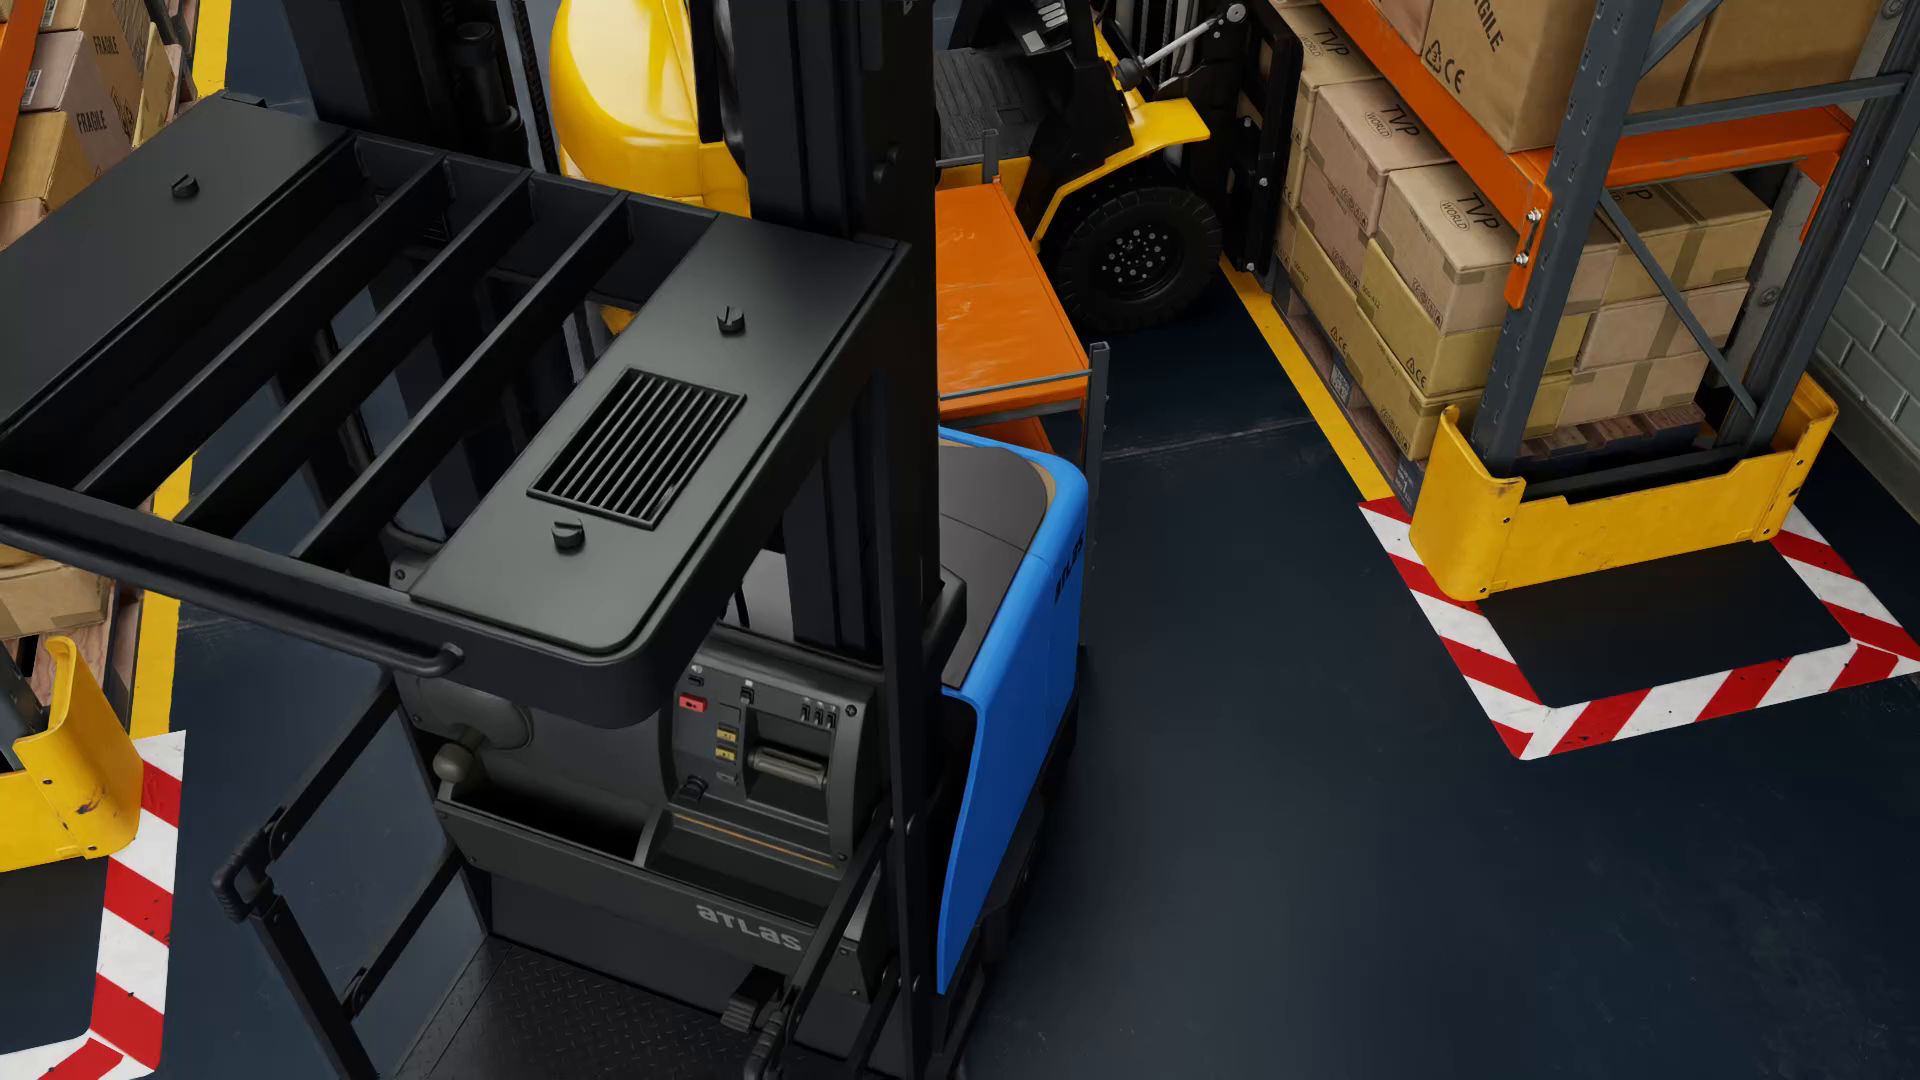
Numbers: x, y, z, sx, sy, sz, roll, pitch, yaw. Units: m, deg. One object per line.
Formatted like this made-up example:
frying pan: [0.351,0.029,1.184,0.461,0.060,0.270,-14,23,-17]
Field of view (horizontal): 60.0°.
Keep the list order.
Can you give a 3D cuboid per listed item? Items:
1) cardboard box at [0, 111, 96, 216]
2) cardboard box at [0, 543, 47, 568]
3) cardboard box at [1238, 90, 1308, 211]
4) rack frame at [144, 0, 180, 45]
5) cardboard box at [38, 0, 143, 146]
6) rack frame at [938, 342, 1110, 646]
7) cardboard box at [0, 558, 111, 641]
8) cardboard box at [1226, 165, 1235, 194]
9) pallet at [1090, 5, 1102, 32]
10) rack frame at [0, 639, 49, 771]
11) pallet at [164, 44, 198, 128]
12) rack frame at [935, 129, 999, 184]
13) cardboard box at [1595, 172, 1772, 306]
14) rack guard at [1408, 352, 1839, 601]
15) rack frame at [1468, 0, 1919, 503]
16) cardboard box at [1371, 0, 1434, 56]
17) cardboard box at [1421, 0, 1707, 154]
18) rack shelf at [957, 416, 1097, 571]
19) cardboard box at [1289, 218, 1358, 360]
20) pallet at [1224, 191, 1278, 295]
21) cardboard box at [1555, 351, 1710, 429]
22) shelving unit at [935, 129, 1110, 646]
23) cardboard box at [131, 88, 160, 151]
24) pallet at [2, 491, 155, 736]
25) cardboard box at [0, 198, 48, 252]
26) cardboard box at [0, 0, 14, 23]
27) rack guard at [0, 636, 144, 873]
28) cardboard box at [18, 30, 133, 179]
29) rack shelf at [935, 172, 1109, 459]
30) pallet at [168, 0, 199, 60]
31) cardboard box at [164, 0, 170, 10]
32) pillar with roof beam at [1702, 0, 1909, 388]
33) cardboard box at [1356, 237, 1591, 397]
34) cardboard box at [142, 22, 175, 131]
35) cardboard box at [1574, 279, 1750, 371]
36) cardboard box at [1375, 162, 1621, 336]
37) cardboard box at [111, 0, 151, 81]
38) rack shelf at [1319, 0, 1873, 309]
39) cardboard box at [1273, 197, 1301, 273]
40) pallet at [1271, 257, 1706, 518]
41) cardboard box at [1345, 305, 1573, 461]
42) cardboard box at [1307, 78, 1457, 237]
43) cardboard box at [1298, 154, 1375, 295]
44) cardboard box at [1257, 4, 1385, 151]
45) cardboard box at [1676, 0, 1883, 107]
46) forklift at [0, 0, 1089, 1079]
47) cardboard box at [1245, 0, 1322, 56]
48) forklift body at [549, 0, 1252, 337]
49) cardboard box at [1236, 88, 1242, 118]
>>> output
cardboard box: [-2.995,-0.963,5.200,0.500,0.500,0.500,-10,46,-10]
cardboard box: [-2.737,-0.255,4.506,0.500,0.500,0.500,-12,47,-12]
cardboard box: [1.309,-1.434,5.836,0.500,0.250,0.500,-12,47,-11]
rack frame: [-3.815,-2.946,6.037,1.000,3.000,0.127,-11,47,-10]
cardboard box: [-3.272,-1.683,5.905,0.500,0.500,0.500,-10,46,-10]
rack frame: [0.128,-0.047,4.509,0.500,1.125,0.032,-11,47,-10]
cardboard box: [-2.730,0.024,4.758,0.500,0.250,0.500,-11,47,-11]
cardboard box: [1.188,-1.592,6.341,0.500,0.250,0.500,-9,46,-9]
pallet: [1.145,-2.323,7.379,1.003,0.211,1.213,-11,47,-10]
rack frame: [-2.791,-0.184,3.330,1.000,3.000,0.127,-11,47,-10]
pallet: [-3.609,-1.513,6.585,1.003,0.211,1.213,-11,47,-10]
rack frame: [-0.132,-0.749,5.197,0.500,1.125,0.032,-11,47,-10]
cardboard box: [2.066,-0.995,5.056,0.500,0.250,0.500,-11,47,-11]
rack guard: [2.012,-0.203,5.099,1.175,0.500,0.348,-11,47,-10]
rack frame: [2.006,-1.094,4.222,1.000,3.000,0.127,-11,47,-10]
cardboard box: [1.503,-1.781,4.825,0.500,0.500,0.500,-9,46,-9]
cardboard box: [1.626,-1.421,4.472,0.500,0.500,0.500,-12,47,-11]
rack shelf: [-0.002,-0.227,5.027,0.538,0.278,1.000,-11,47,-10]
cardboard box: [1.462,-0.891,5.654,0.500,0.250,0.500,-11,47,-10]
pallet: [1.461,-1.479,6.552,1.003,0.211,1.213,-11,47,-10]
cardboard box: [2.070,-0.654,5.422,0.500,0.250,0.500,-11,47,-10]
shelving unit: [-0.002,-0.398,4.853,0.538,1.125,1.048,-11,47,-10]
cardboard box: [-3.258,-1.406,6.158,0.500,0.250,0.500,-12,47,-11]
pallet: [-2.984,0.172,4.934,1.003,0.211,1.213,-11,47,-10]
cardboard box: [-2.875,-0.615,4.859,0.500,0.500,0.500,-12,47,-12]
cardboard box: [-3.037,-1.638,4.931,0.380,0.149,0.250,-10,46,-10]
rack guard: [-2.811,0.638,4.274,1.175,0.500,0.348,-11,47,-10]
cardboard box: [-3.141,-1.331,5.560,0.500,0.500,0.500,-8,46,-8]
rack shelf: [-0.002,-0.603,4.644,0.538,0.278,1.000,-11,47,-10]
pallet: [-4.016,-2.507,7.559,1.003,0.211,1.213,-11,47,-10]
cardboard box: [-3.952,-2.535,7.180,0.950,0.372,0.625,-10,46,-10]
pillar with roof beam: [-1.462,-3.053,1.941,9.100,9.000,0.400,-11,47,-10]
cardboard box: [1.579,-0.733,5.149,0.500,0.250,0.500,-11,47,-11]
cardboard box: [-3.404,-1.771,6.517,0.500,0.250,0.500,-9,46,-9]
cardboard box: [2.087,-0.817,5.231,0.500,0.250,0.500,-10,46,-10]
cardboard box: [1.587,-0.890,4.953,0.500,0.250,0.500,-9,46,-9]
cardboard box: [-3.404,-2.033,6.249,0.500,0.500,0.500,-11,47,-11]
rack shelf: [1.494,-2.223,5.832,1.077,0.370,4.000,-11,47,-10]
cardboard box: [1.343,-1.238,5.994,0.500,0.250,0.500,-10,46,-10]
pallet: [1.770,-0.639,5.728,1.003,0.211,1.213,-11,47,-10]
cardboard box: [1.581,-0.546,5.316,0.500,0.250,0.500,-10,46,-10]
cardboard box: [1.450,-1.241,5.297,0.500,0.250,0.500,-10,46,-10]
cardboard box: [1.462,-1.081,5.490,0.500,0.250,0.500,-11,47,-11]
cardboard box: [1.312,-1.588,5.637,0.500,0.250,0.500,-10,46,-10]
cardboard box: [2.148,-1.522,4.571,0.500,0.500,0.500,-9,46,-9]
forklift: [-0.675,0.406,2.800,1.130,2.935,3.031,15,47,14]
cardboard box: [1.189,-1.939,5.981,0.500,0.250,0.500,-12,47,-11]
forklift body: [-0.243,-1.773,5.482,2.313,2.155,1.214,-11,47,-10]
cardboard box: [1.184,-1.780,6.175,0.500,0.250,0.500,-11,47,-10]
